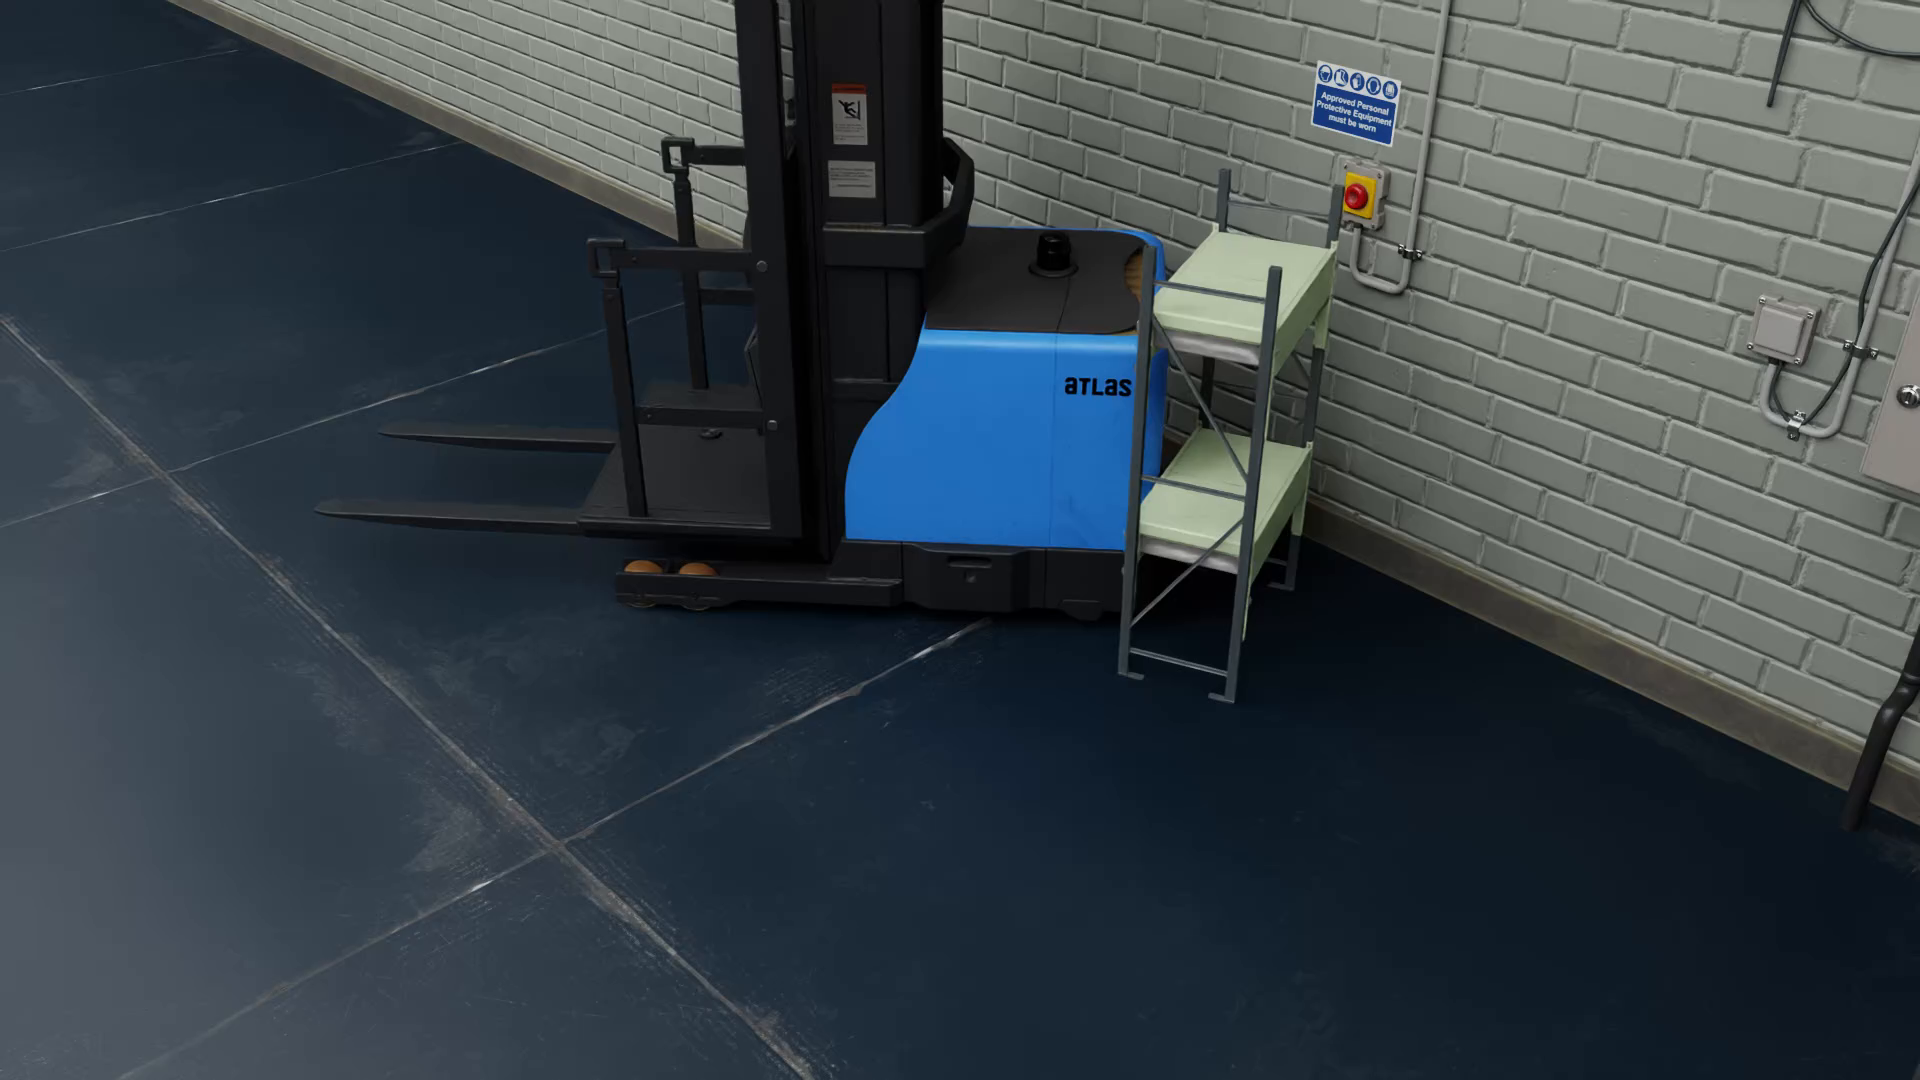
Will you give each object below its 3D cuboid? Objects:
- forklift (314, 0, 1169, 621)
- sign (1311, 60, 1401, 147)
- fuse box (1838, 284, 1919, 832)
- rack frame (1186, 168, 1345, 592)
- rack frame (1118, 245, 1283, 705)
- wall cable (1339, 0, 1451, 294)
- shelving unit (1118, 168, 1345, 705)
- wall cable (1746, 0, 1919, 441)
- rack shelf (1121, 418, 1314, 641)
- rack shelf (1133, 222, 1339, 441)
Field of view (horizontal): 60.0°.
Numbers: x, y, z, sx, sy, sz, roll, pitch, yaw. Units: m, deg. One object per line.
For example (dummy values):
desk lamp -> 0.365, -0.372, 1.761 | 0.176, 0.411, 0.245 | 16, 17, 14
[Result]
forklift -> -0.797, -1.274, 5.524 | 3.031, 2.935, 1.130 | 2, 32, 4
sign -> 1.296, -1.433, 5.460 | 0.001, 0.218, 0.327 | -26, 40, -35
fuse box -> 2.605, 0.127, 4.402 | 0.414, 1.711, 0.539 | -26, 40, -35
rack frame -> 1.014, -0.503, 5.635 | 0.400, 1.500, 0.023 | 13, 34, 21
rack frame -> 0.710, -0.156, 5.067 | 0.400, 1.500, 0.023 | 13, 34, 21
wall cable -> 1.284, -1.725, 5.191 | 0.123, 1.953, 0.585 | -26, 40, -35
shelving unit -> 0.862, -0.329, 5.351 | 0.431, 1.500, 0.755 | 13, 34, 21
wall cable -> 2.256, -1.173, 4.319 | 0.122, 1.984, 0.588 | -26, 40, -35
rack shelf -> 0.862, -0.051, 5.521 | 0.431, 0.370, 0.720 | 13, 34, 21
rack shelf -> 0.862, -0.662, 5.147 | 0.431, 0.370, 0.720 | 13, 34, 21
